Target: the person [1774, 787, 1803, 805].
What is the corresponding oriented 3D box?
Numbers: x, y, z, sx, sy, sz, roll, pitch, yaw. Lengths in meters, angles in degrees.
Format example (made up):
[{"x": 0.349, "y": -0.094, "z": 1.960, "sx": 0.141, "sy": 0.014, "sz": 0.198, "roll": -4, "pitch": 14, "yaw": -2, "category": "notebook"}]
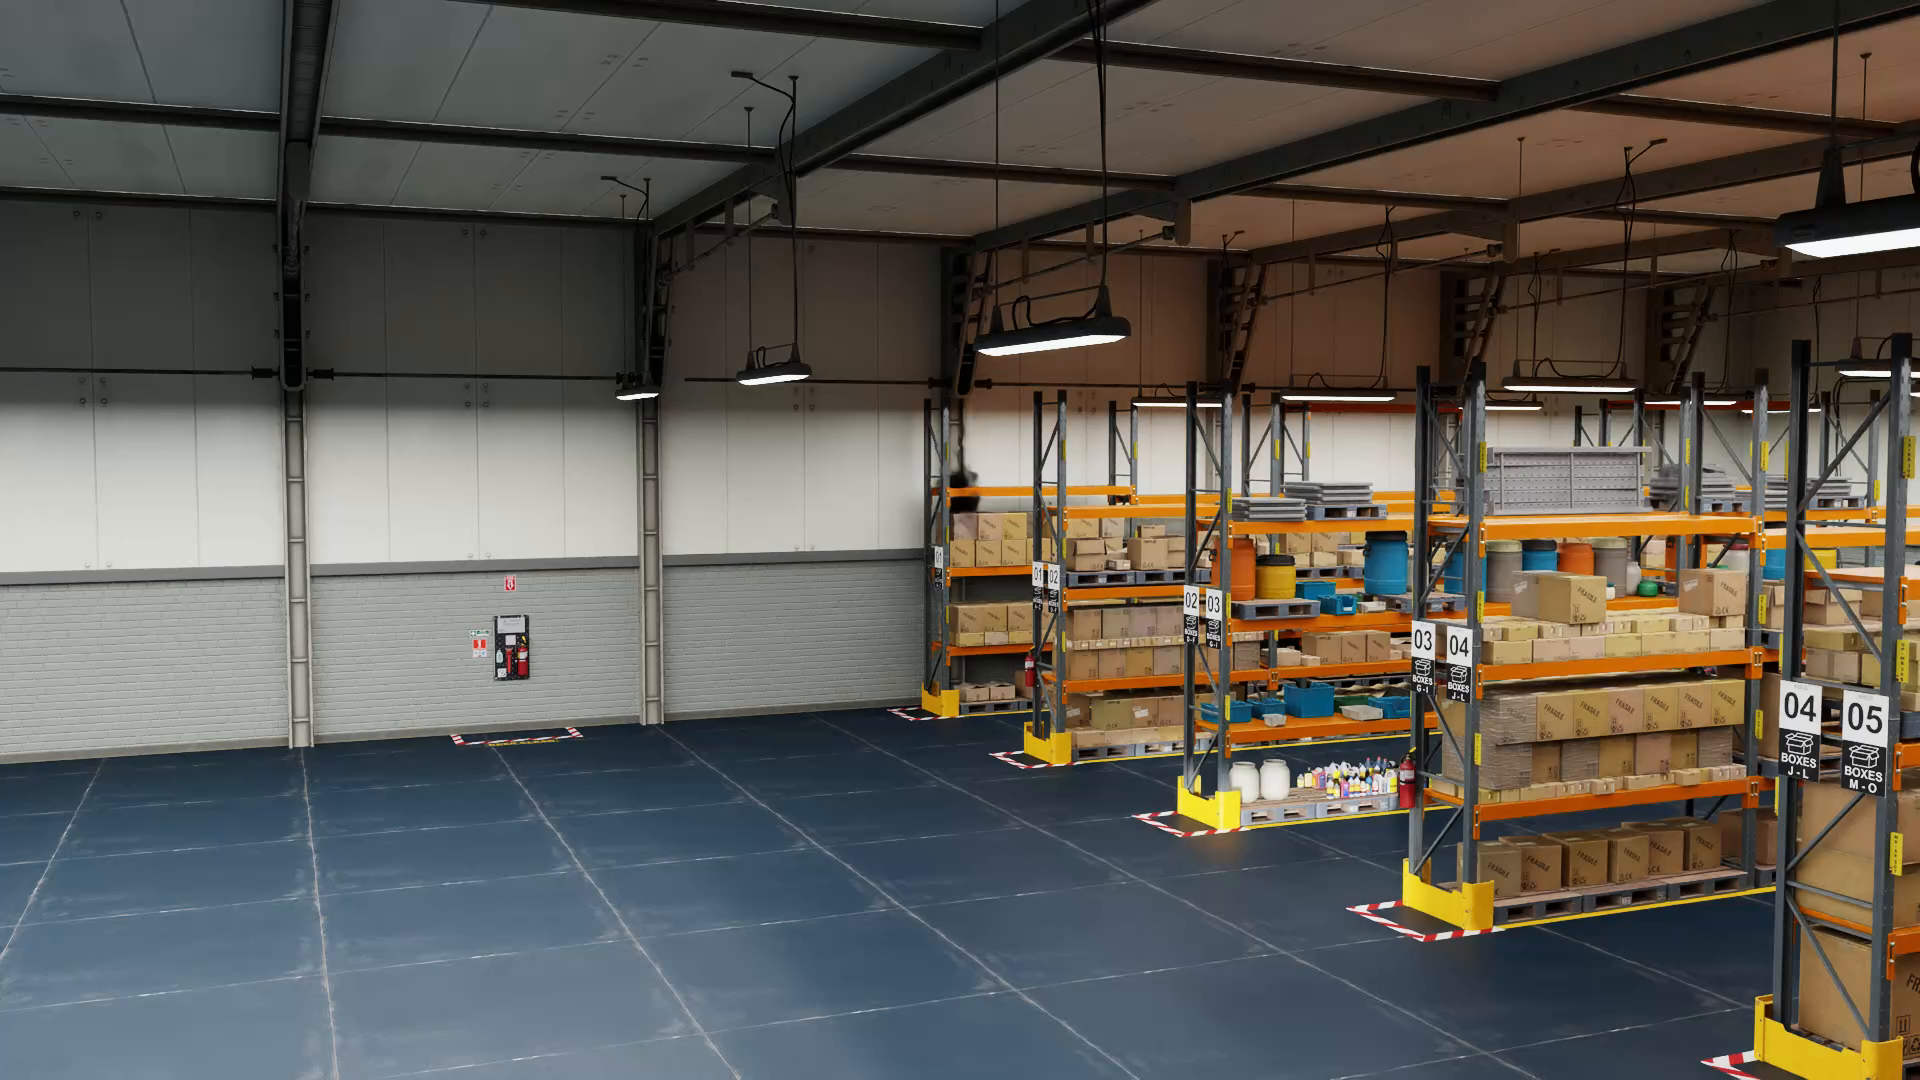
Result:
[{"x": 11.425, "y": 3.046, "z": 22.653, "sx": 0.759, "sy": 1.623, "sz": 0.515, "roll": -2, "pitch": 4, "yaw": -26, "category": "person"}]
